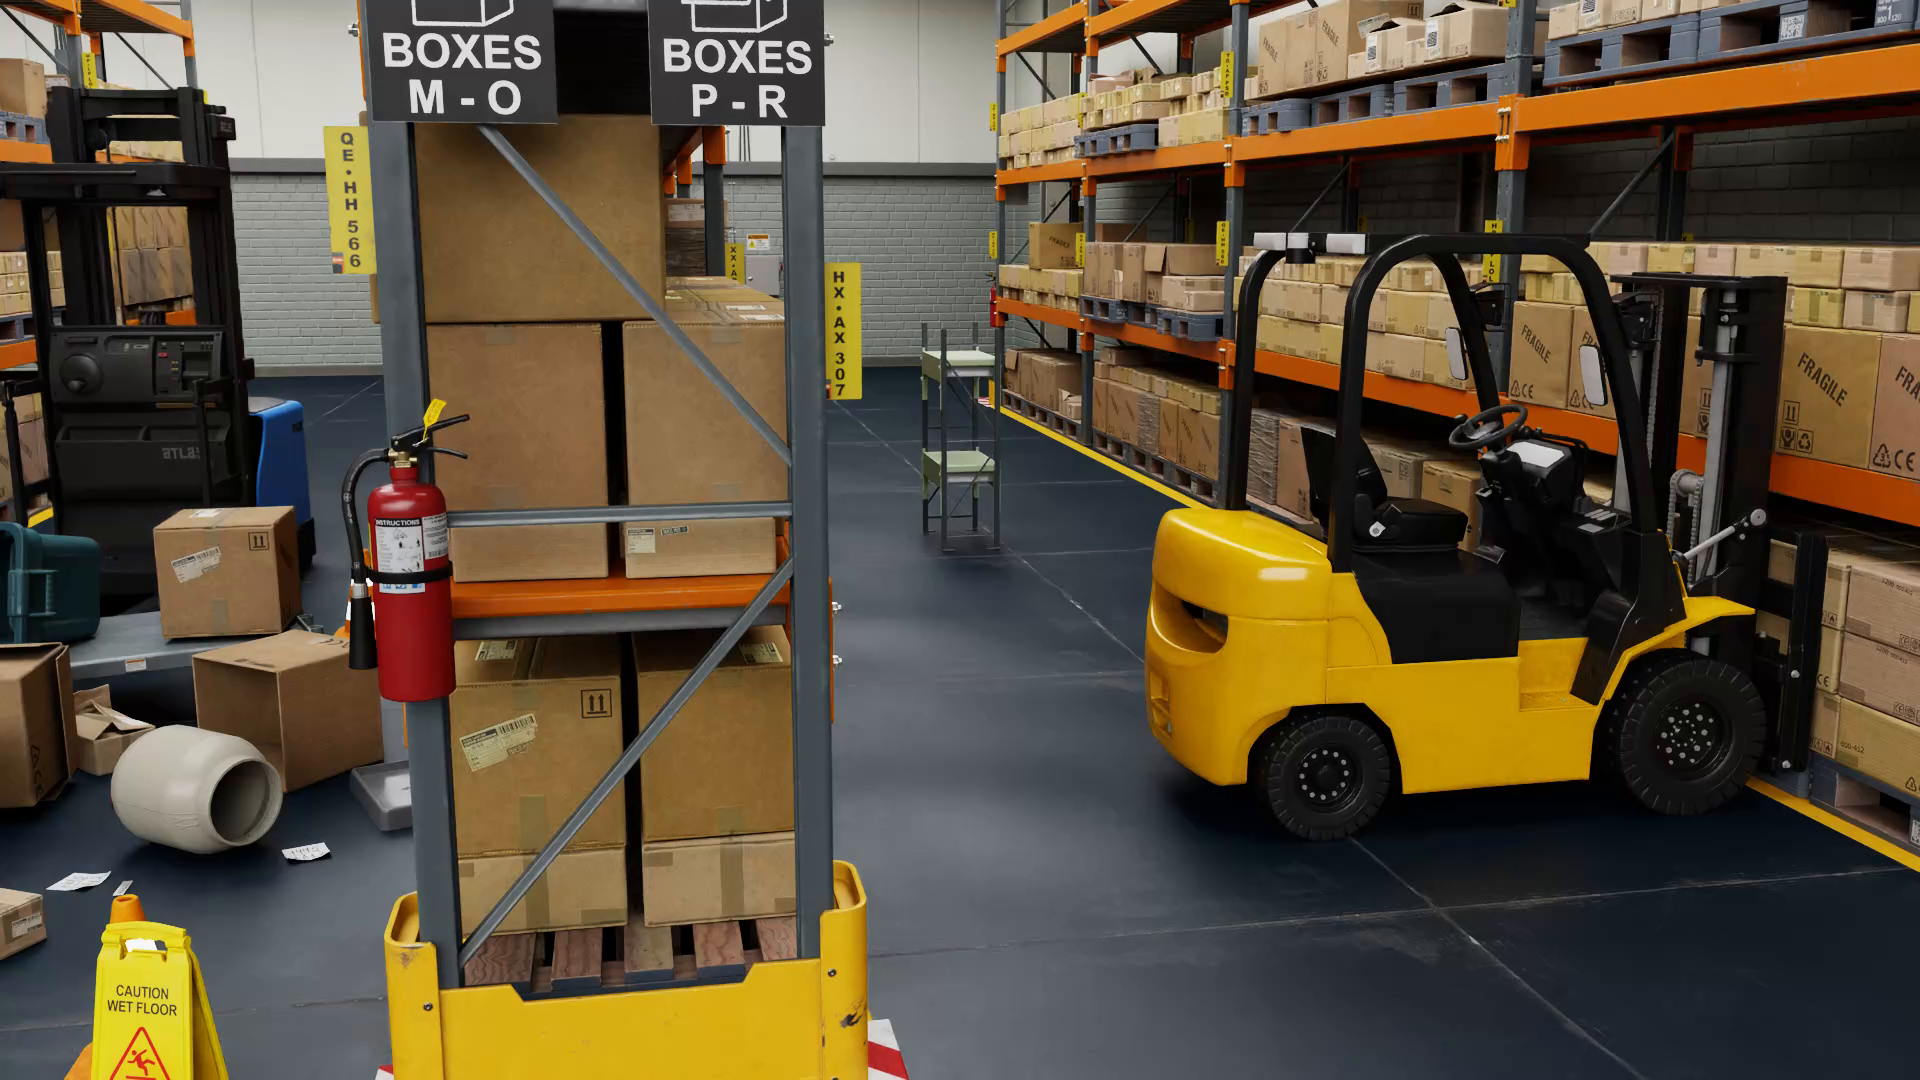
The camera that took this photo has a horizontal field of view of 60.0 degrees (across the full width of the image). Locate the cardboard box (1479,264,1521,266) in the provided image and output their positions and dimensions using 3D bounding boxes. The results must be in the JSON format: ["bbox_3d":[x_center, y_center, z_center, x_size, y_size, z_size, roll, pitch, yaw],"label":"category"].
[{"bbox_3d":[3.295,-1.553,9.829,0.380,0.149,0.250,-2,11,-12],"label":"cardboard box"}]

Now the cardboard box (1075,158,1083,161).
[{"bbox_3d":[1.356,-3.842,16.509,0.380,0.149,0.250,-2,11,-11],"label":"cardboard box"}]

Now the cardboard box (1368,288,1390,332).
[{"bbox_3d":[2.724,-1.410,10.147,0.500,0.250,0.500,-2,11,-10],"label":"cardboard box"}]

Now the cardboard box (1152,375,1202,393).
[{"bbox_3d":[1.921,-1.373,14.713,0.380,0.149,0.250,-2,11,-11],"label":"cardboard box"}]

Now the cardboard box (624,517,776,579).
[{"bbox_3d":[-0.682,-0.001,4.352,0.380,0.149,0.250,-2,11,-11],"label":"cardboard box"}]

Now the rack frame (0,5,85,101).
[{"bbox_3d":[-7.989,-5.004,13.920,1.000,3.000,0.127,-2,11,-11],"label":"rack frame"}]

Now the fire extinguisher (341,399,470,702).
[{"bbox_3d":[-1.249,0.021,3.770,0.296,0.674,0.183,-2,11,-11],"label":"fire extinguisher"}]

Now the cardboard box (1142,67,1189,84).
[{"bbox_3d":[1.926,-4.291,15.574,0.396,0.266,0.258,-2,11,-11],"label":"cardboard box"}]

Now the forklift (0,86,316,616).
[{"bbox_3d":[-4.611,-1.006,9.146,1.130,2.935,3.031,-1,11,-4],"label":"forklift"}]

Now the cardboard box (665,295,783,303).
[{"bbox_3d":[-0.843,-0.535,5.423,0.500,0.500,0.500,-2,11,-12],"label":"cardboard box"}]

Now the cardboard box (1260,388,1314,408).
[{"bbox_3d":[2.672,-1.157,13.579,0.380,0.149,0.250,-2,11,-9],"label":"cardboard box"}]

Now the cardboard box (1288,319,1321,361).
[{"bbox_3d":[2.540,-1.352,11.181,0.500,0.250,0.500,-2,11,-13],"label":"cardboard box"}]

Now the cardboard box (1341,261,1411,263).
[{"bbox_3d":[2.673,-1.721,10.715,0.380,0.149,0.250,-2,11,-11],"label":"cardboard box"}]

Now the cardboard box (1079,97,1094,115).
[{"bbox_3d":[1.343,-4.118,15.771,0.380,0.149,0.250,-2,11,-9],"label":"cardboard box"}]

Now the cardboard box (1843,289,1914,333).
[{"bbox_3d":[3.502,-0.846,6.115,0.380,0.149,0.250,-2,11,-13],"label":"cardboard box"}]

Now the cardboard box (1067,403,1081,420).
[{"bbox_3d":[1.319,-1.334,17.184,0.380,0.149,0.250,-2,11,-13],"label":"cardboard box"}]

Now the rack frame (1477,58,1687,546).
[{"bbox_3d":[3.271,-0.969,8.768,1.000,3.000,0.127,-2,11,-11],"label":"rack frame"}]

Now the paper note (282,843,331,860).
[{"bbox_3d":[-2.304,1.095,5.863,0.142,0.019,0.148,-6,13,-31],"label":"paper note"}]

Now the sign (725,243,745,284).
[{"bbox_3d":[-1.066,-1.235,7.846,0.100,0.325,0.005,-2,11,-11],"label":"sign"}]

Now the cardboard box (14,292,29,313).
[{"bbox_3d":[-7.461,-1.835,12.866,0.380,0.149,0.250,-2,11,-9],"label":"cardboard box"}]

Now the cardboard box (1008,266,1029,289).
[{"bbox_3d":[0.860,-3.057,19.343,0.500,0.250,0.500,-2,11,-10],"label":"cardboard box"}]

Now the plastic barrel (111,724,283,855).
[{"bbox_3d":[-2.706,0.887,5.903,0.512,0.421,0.421,6,12,28],"label":"plastic barrel"}]

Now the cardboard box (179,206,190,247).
[{"bbox_3d":[-8.335,-3.309,17.323,0.500,0.500,0.500,-3,11,-13],"label":"cardboard box"}]

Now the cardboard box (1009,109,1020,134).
[{"bbox_3d":[0.858,-4.777,19.021,0.500,0.250,0.500,-2,11,-11],"label":"cardboard box"}]

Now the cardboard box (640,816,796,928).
[{"bbox_3d":[-0.705,0.932,5.009,0.500,0.250,0.500,-2,11,-11],"label":"cardboard box"}]

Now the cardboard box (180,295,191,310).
[{"bbox_3d":[-8.278,-2.479,17.372,0.380,0.149,0.250,-2,11,-9],"label":"cardboard box"}]

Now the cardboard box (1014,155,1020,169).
[{"bbox_3d":[0.829,-4.309,18.964,0.380,0.149,0.250,-2,11,-10],"label":"cardboard box"}]

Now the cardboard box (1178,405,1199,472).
[{"bbox_3d":[2.113,-0.843,13.667,0.500,0.500,0.500,-2,11,-12],"label":"cardboard box"}]

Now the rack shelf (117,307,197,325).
[{"bbox_3d":[-8.378,-2.070,16.476,1.077,0.370,4.000,-2,11,-11],"label":"rack shelf"}]

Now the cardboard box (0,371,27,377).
[{"bbox_3d":[-8.104,-1.259,13.843,0.500,0.250,0.500,-3,11,-14],"label":"cardboard box"}]

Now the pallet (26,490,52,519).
[{"bbox_3d":[-7.595,-0.320,12.814,1.003,0.211,1.213,-2,11,-11],"label":"pallet"}]

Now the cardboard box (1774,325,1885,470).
[{"bbox_3d":[3.504,-0.555,6.323,0.500,0.500,0.500,-2,11,-12],"label":"cardboard box"}]

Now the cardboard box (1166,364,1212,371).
[{"bbox_3d":[2.182,-1.584,15.826,0.380,0.149,0.250,-2,11,-10],"label":"cardboard box"}]

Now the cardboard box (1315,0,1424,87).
[{"bbox_3d":[2.593,-3.153,10.558,0.500,0.500,0.500,-2,11,-10],"label":"cardboard box"}]

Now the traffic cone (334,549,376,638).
[{"bbox_3d":[-3.211,0.281,8.980,0.336,0.463,0.334,-2,11,-11],"label":"traffic cone"}]

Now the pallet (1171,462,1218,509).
[{"bbox_3d":[2.385,-0.472,13.609,1.003,0.211,1.213,-2,11,-11],"label":"pallet"}]

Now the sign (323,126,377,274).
[{"bbox_3d":[-1.367,-0.762,3.737,0.100,0.325,0.005,-2,11,-11],"label":"sign"}]

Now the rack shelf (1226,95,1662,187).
[{"bbox_3d":[2.882,-2.456,10.482,1.077,0.370,4.000,-2,11,-11],"label":"rack shelf"}]

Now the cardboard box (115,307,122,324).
[{"bbox_3d":[-7.723,-1.997,14.840,0.380,0.149,0.250,-2,11,-9],"label":"cardboard box"}]

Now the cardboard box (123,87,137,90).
[{"bbox_3d":[-8.016,-4.203,15.733,0.380,0.149,0.250,-2,11,-8],"label":"cardboard box"}]

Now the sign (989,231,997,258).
[{"bbox_3d":[0.405,-3.576,20.146,0.100,0.325,0.005,-2,11,-11],"label":"sign"}]

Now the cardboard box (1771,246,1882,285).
[{"bbox_3d":[3.469,-1.089,6.597,0.380,0.149,0.250,-2,11,-10],"label":"cardboard box"}]

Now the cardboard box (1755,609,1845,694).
[{"bbox_3d":[3.440,0.399,6.472,0.500,0.250,0.500,-2,11,-12],"label":"cardboard box"}]

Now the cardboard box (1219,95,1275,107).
[{"bbox_3d":[2.188,-3.355,12.614,0.380,0.149,0.250,-2,11,-10],"label":"cardboard box"}]

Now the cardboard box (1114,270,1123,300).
[{"bbox_3d":[1.609,-2.308,15.038,0.396,0.266,0.258,-2,11,-8],"label":"cardboard box"}]

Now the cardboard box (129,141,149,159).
[{"bbox_3d":[-8.008,-3.739,15.698,0.500,0.250,0.500,-2,11,-9],"label":"cardboard box"}]

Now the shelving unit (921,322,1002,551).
[{"bbox_3d":[0.001,-0.736,11.550,0.431,1.500,0.755,-2,11,-11],"label":"shelving unit"}]

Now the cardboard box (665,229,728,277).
[{"bbox_3d":[-1.407,-1.286,8.246,0.500,0.500,0.500,-2,11,-10],"label":"cardboard box"}]

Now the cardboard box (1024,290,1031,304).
[{"bbox_3d":[0.934,-2.739,18.734,0.380,0.149,0.250,-2,11,-13],"label":"cardboard box"}]

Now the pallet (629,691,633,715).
[{"bbox_3d":[-1.432,0.703,7.436,1.003,0.211,1.213,-2,11,-11],"label":"pallet"}]
